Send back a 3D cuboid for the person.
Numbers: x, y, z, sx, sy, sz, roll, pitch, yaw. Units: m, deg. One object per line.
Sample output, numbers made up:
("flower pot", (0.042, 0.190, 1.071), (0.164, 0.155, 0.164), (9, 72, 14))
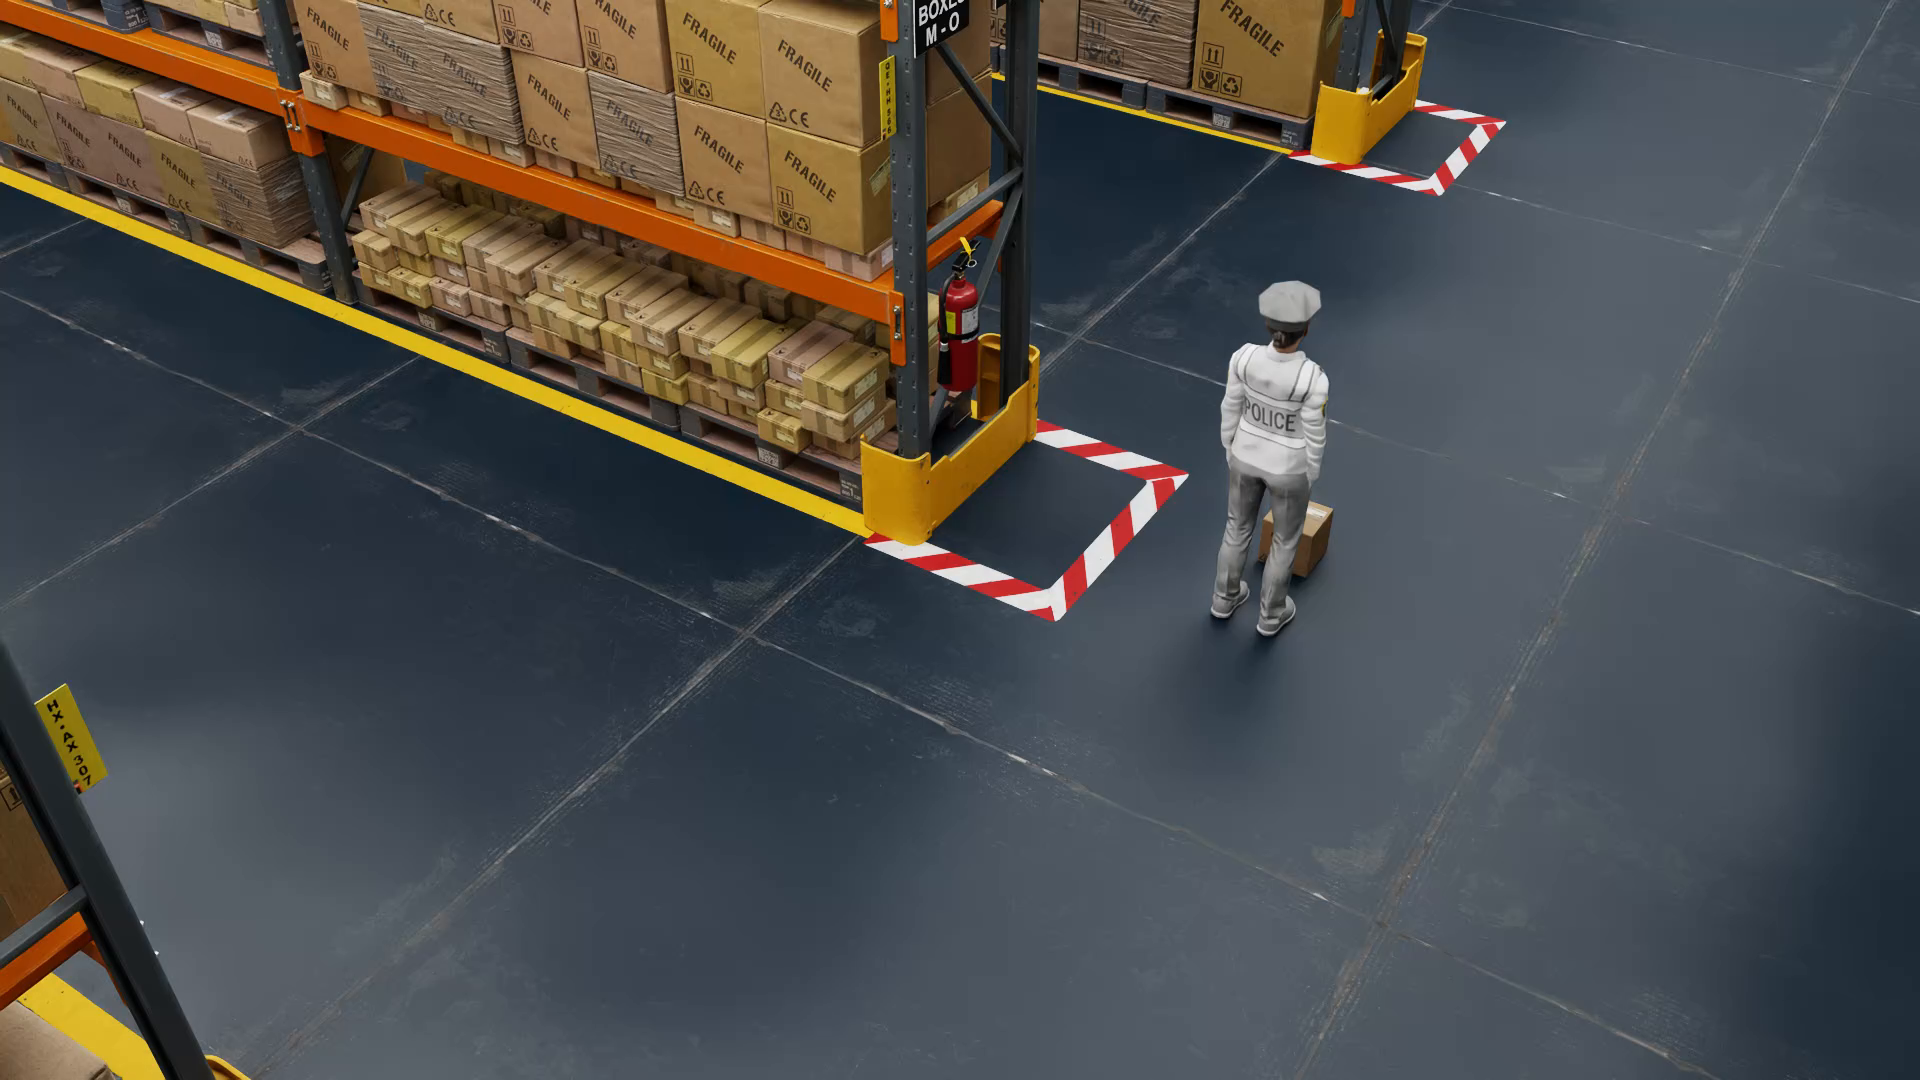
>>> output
("person", (1.325, -0.332, 7.100), (0.468, 1.670, 0.329), (22, 44, 26))
